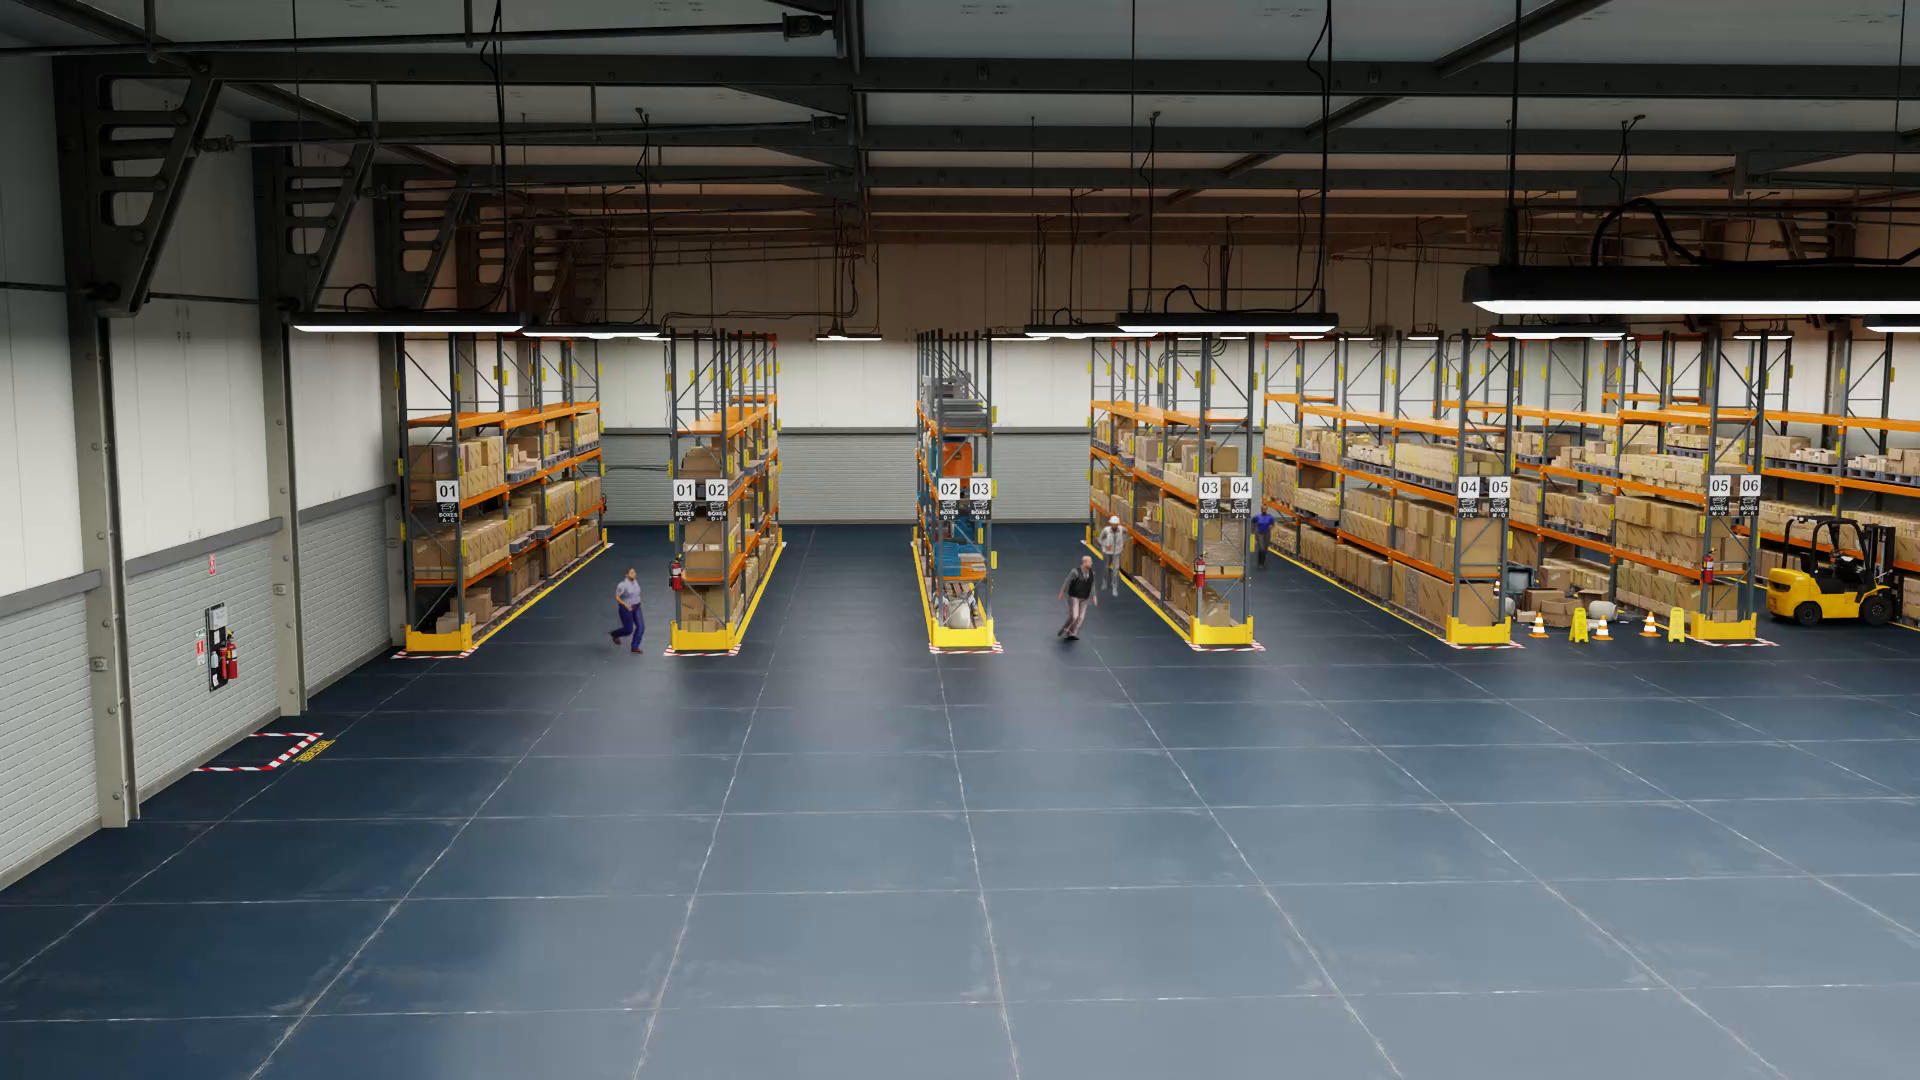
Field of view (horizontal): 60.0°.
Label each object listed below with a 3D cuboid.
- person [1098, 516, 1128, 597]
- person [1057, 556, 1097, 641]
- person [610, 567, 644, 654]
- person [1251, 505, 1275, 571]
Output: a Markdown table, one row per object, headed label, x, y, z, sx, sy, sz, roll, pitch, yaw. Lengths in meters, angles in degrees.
| label | x | y | z | sx | sy | sz | roll | pitch | yaw |
| --- | --- | --- | --- | --- | --- | --- | --- | --- | --- |
| person | 3.338 | 0.317 | 36.539 | 0.702 | 1.763 | 0.986 | -2 | 7 | -13 |
| person | 2.264 | 1.121 | 32.085 | 0.698 | 1.677 | 0.563 | -4 | 8 | -30 |
| person | -6.183 | 1.306 | 30.945 | 0.718 | 1.602 | 0.615 | 5 | 8 | 35 |
| person | 7.718 | -0.050 | 42.225 | 0.553 | 1.700 | 0.731 | -1 | 7 | -6 |
